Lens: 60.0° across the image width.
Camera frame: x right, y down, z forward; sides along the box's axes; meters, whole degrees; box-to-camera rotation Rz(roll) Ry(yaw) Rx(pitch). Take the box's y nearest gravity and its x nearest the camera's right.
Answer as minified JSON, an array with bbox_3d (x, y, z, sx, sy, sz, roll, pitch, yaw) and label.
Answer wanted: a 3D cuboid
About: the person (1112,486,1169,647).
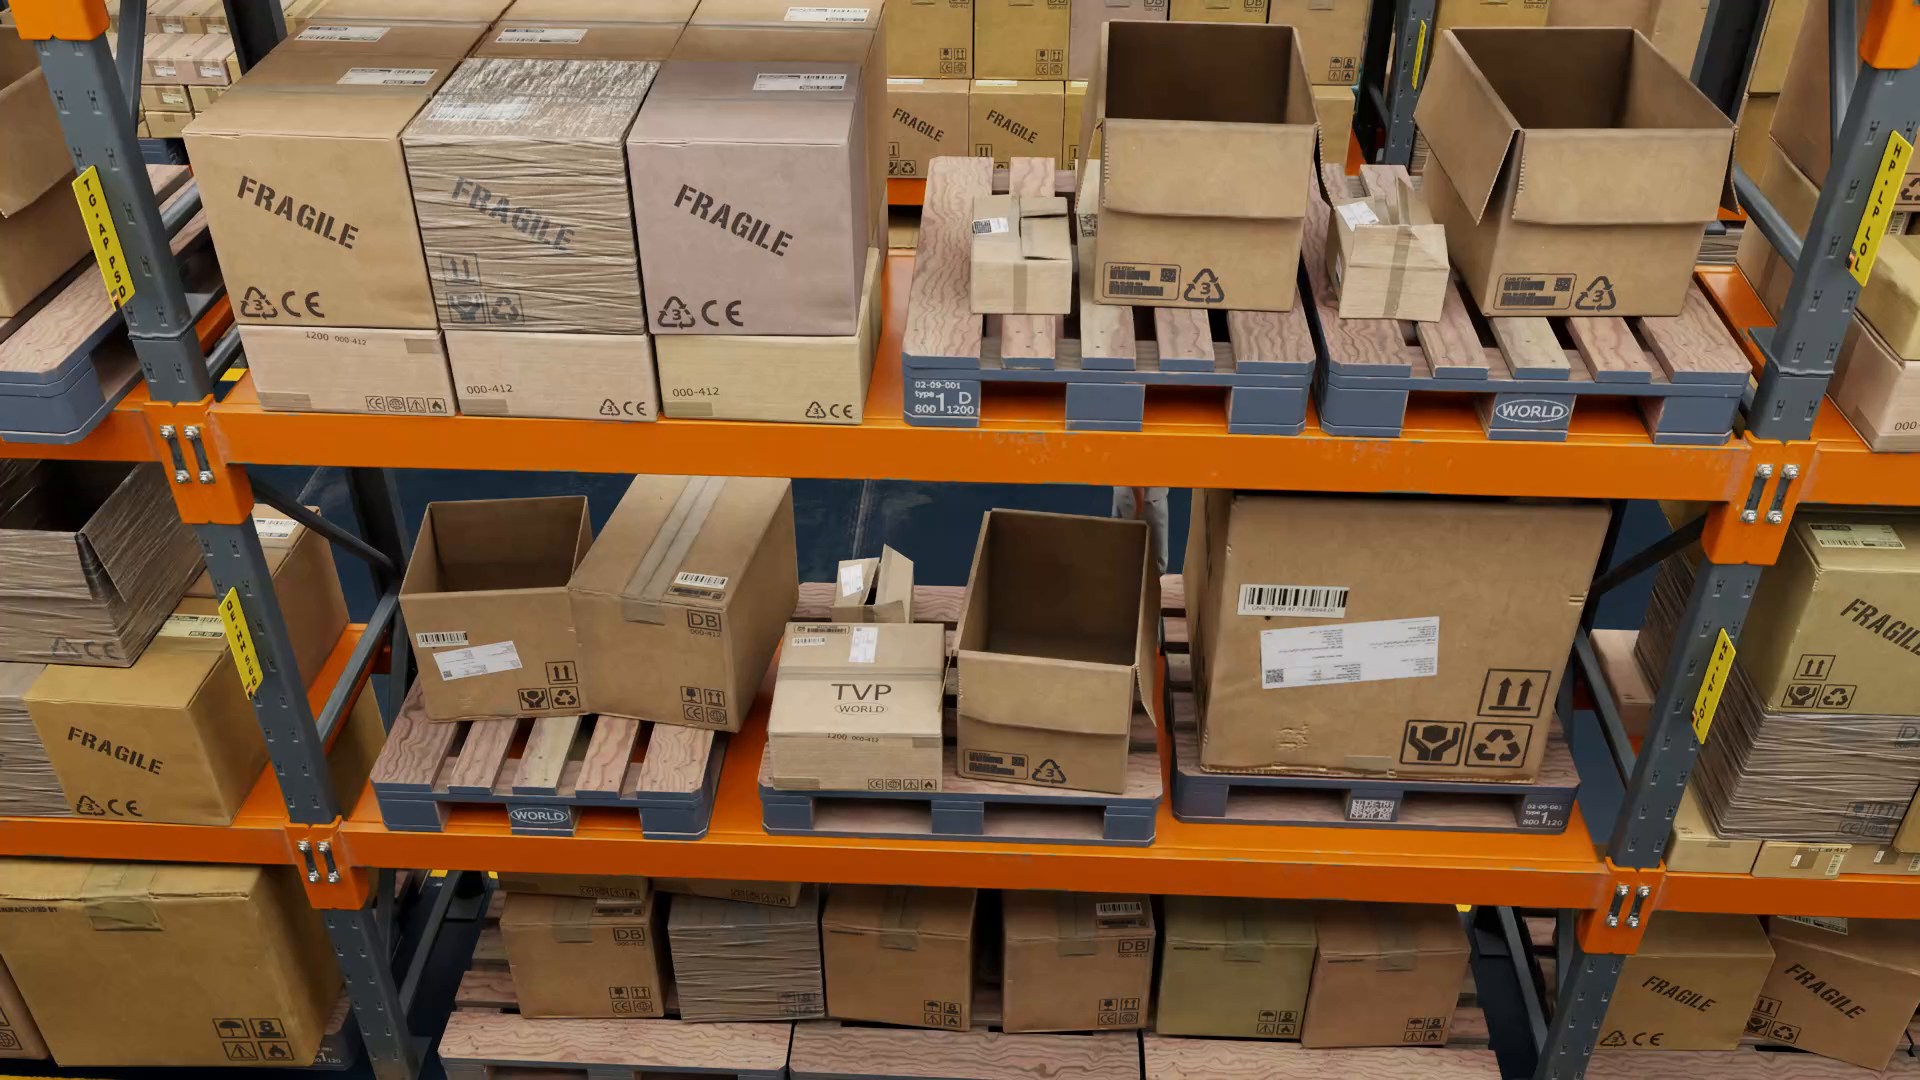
[{"bbox_3d":[0.825,-0.249,7.477,0.417,1.683,0.442,2,36,3],"label":"person"}]
